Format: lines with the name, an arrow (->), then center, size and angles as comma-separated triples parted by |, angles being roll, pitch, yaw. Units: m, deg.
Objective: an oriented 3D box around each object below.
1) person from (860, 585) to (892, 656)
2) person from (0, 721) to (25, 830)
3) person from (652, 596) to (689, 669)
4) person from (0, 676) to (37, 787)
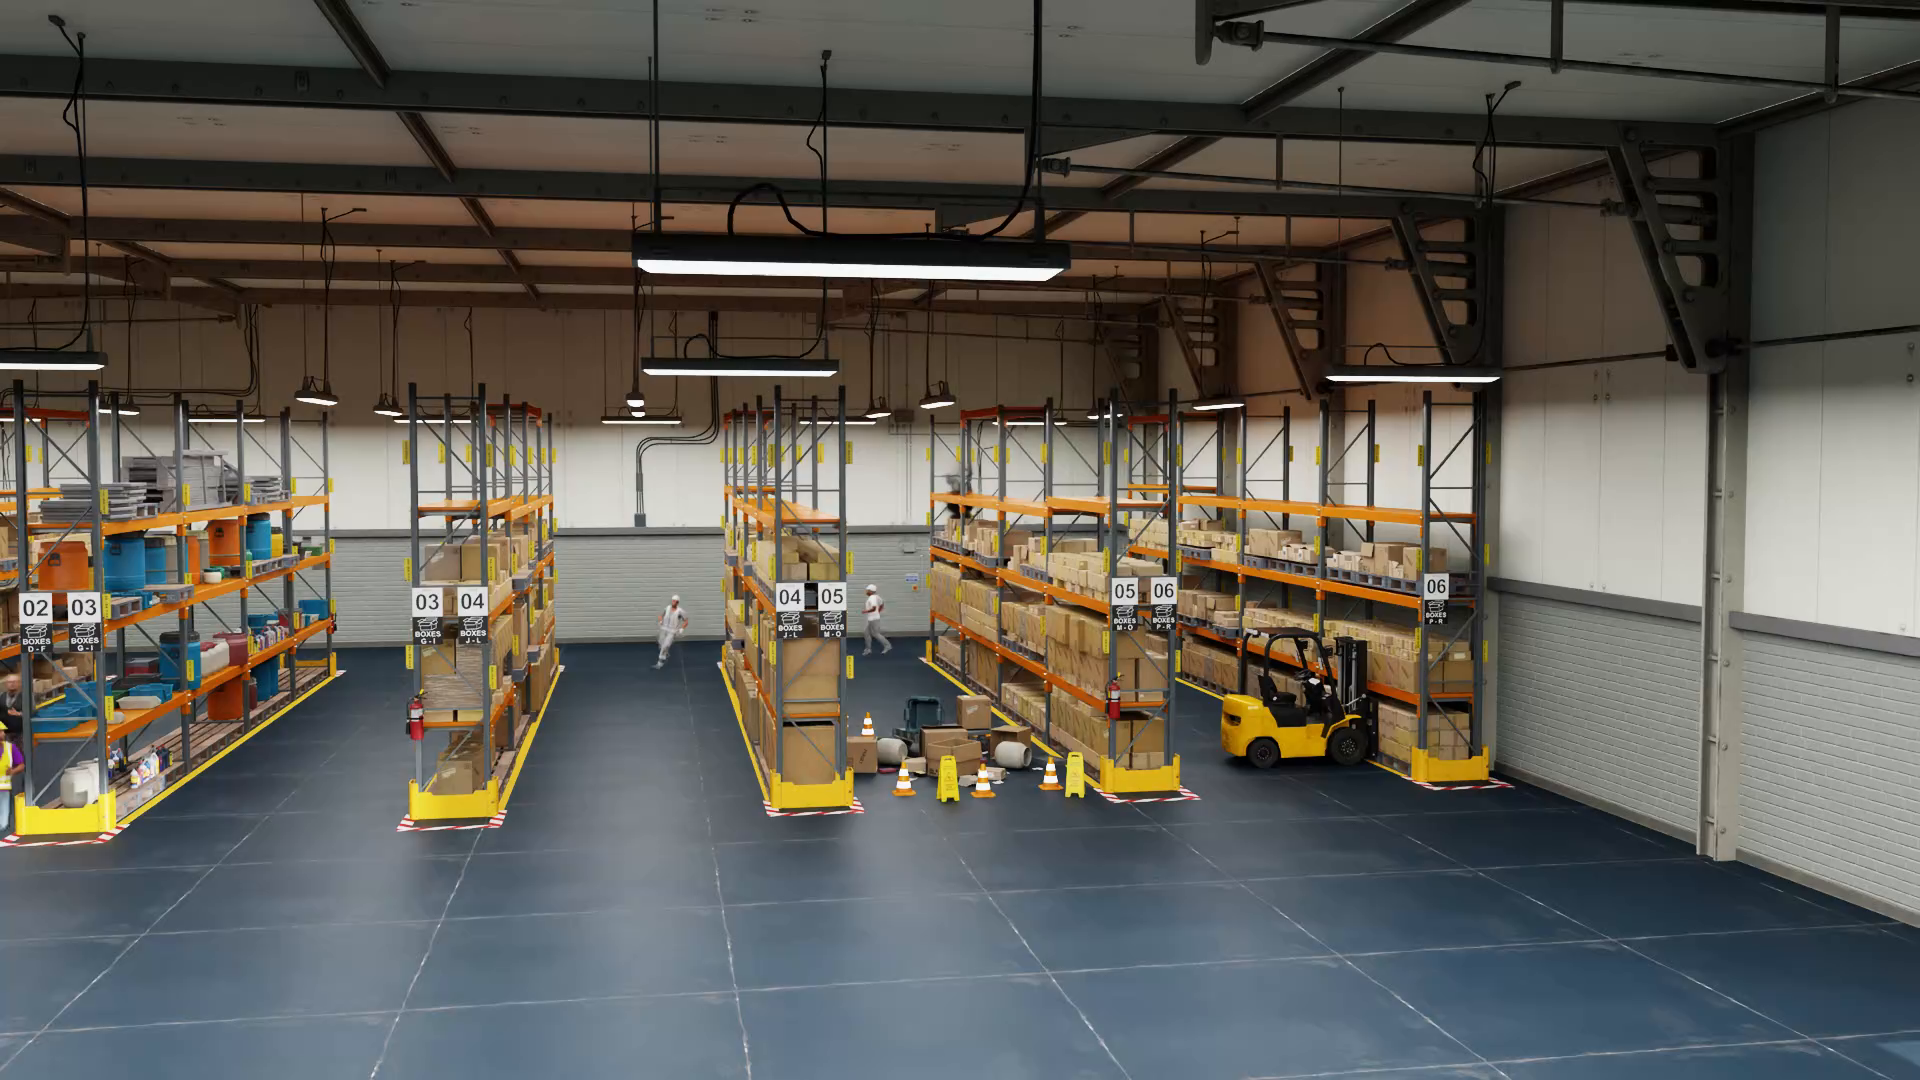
person -> -2.109, 2.020, 41.500 | 0.812, 1.812, 0.689 | 0, 3, -1
person -> -11.994, 3.105, 20.657 | 0.906, 1.738, 0.728 | 2, 4, 39
person -> -6.811, 2.167, 39.164 | 0.797, 1.734, 0.795 | 1, 3, 18
person -> -13.991, 2.876, 24.589 | 0.643, 1.743, 0.901 | -1, 3, -18
